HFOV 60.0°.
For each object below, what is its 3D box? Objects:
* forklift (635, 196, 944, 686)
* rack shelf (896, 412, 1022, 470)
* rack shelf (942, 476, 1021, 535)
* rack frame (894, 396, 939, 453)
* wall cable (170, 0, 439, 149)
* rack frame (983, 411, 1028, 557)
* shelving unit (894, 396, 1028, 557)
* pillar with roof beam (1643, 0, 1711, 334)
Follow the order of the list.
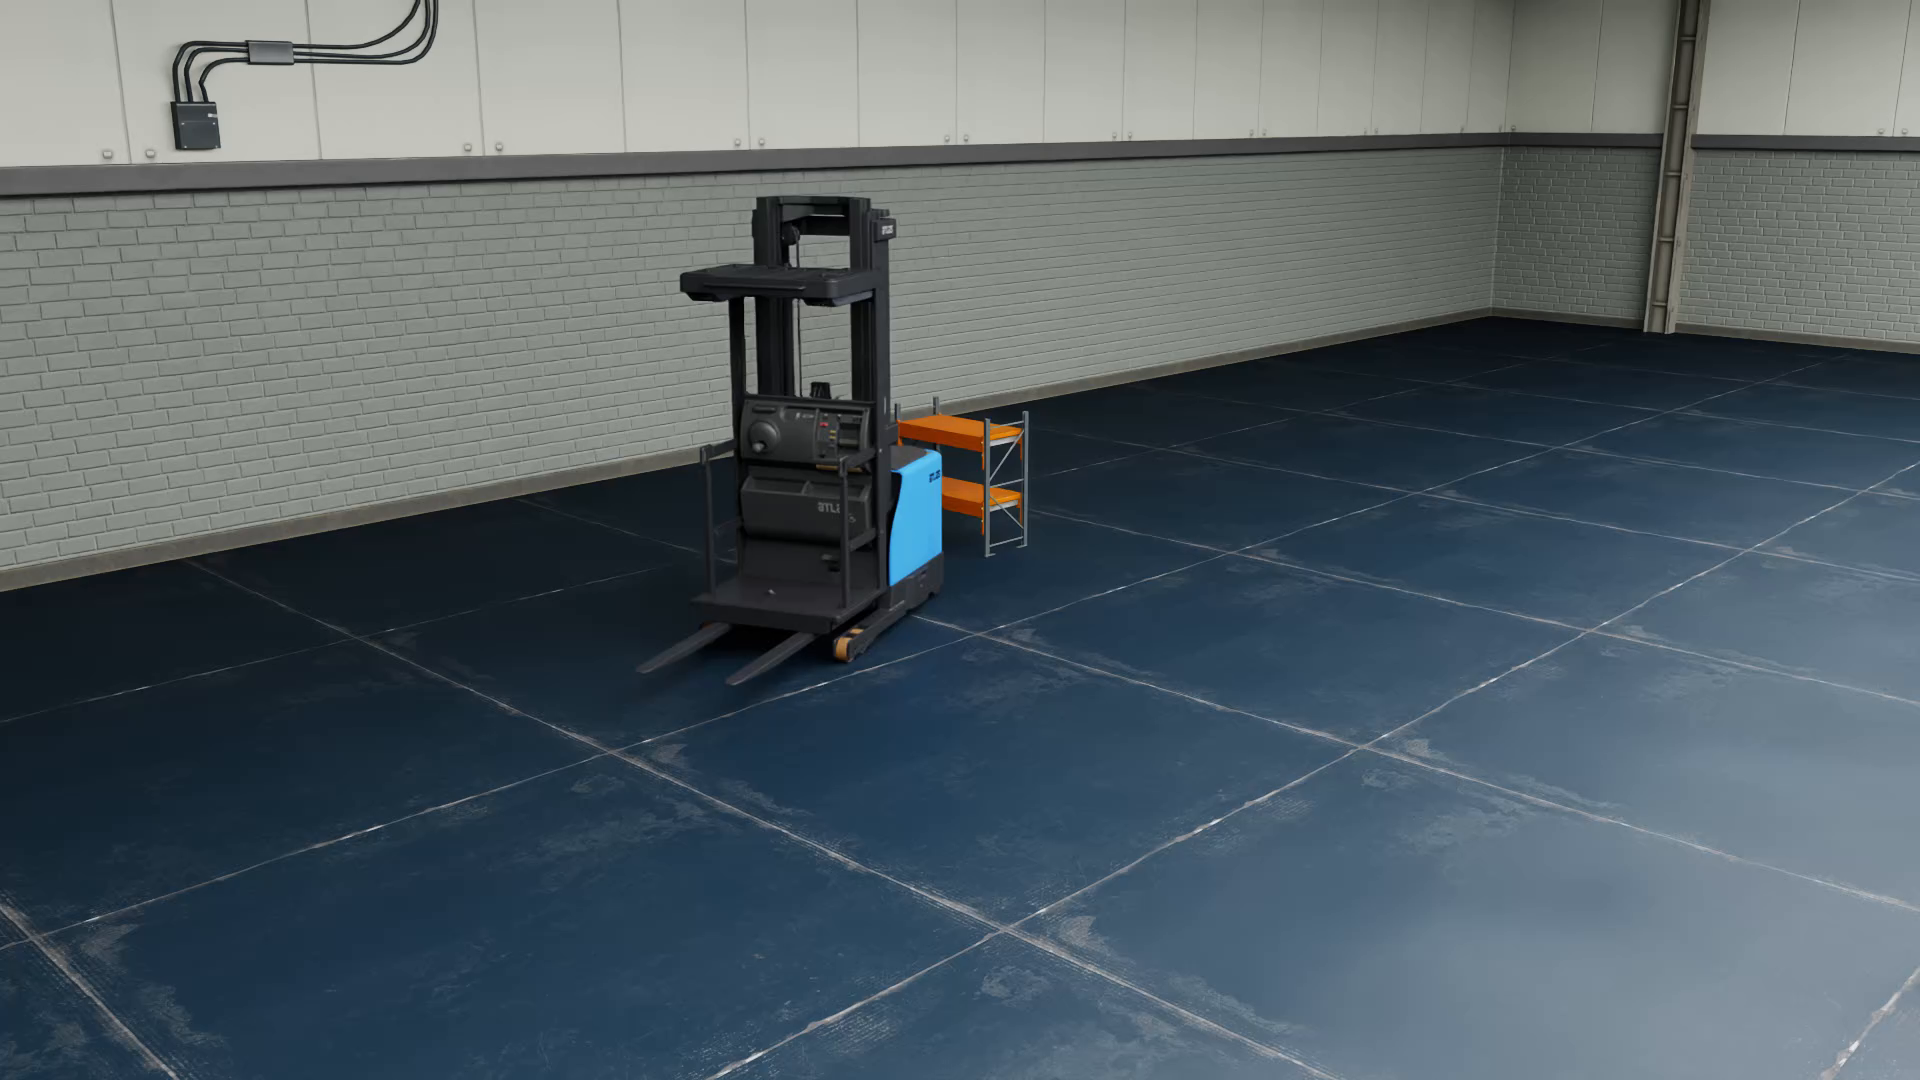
[{"bbox_3d":[-1.113,-0.737,10.948,1.130,2.935,3.031,5,16,20],"label":"forklift"},{"bbox_3d":[0.005,-0.826,13.712,1.000,0.278,0.538,14,20,42],"label":"rack shelf"},{"bbox_3d":[0.005,-0.307,13.847,1.000,0.278,0.538,14,20,42],"label":"rack shelf"},{"bbox_3d":[-0.361,-0.632,14.127,0.032,1.125,0.500,14,20,42],"label":"rack frame"},{"bbox_3d":[-5.193,-6.116,12.811,0.169,6.003,2.305,14,20,42],"label":"wall cable"},{"bbox_3d":[0.371,-0.454,13.444,0.032,1.125,0.500,14,20,42],"label":"rack frame"},{"bbox_3d":[0.005,-0.543,13.786,1.048,1.125,0.538,14,20,42],"label":"shelving unit"},{"bbox_3d":[8.286,-6.930,22.682,0.400,9.000,9.100,14,20,42],"label":"pillar with roof beam"}]
